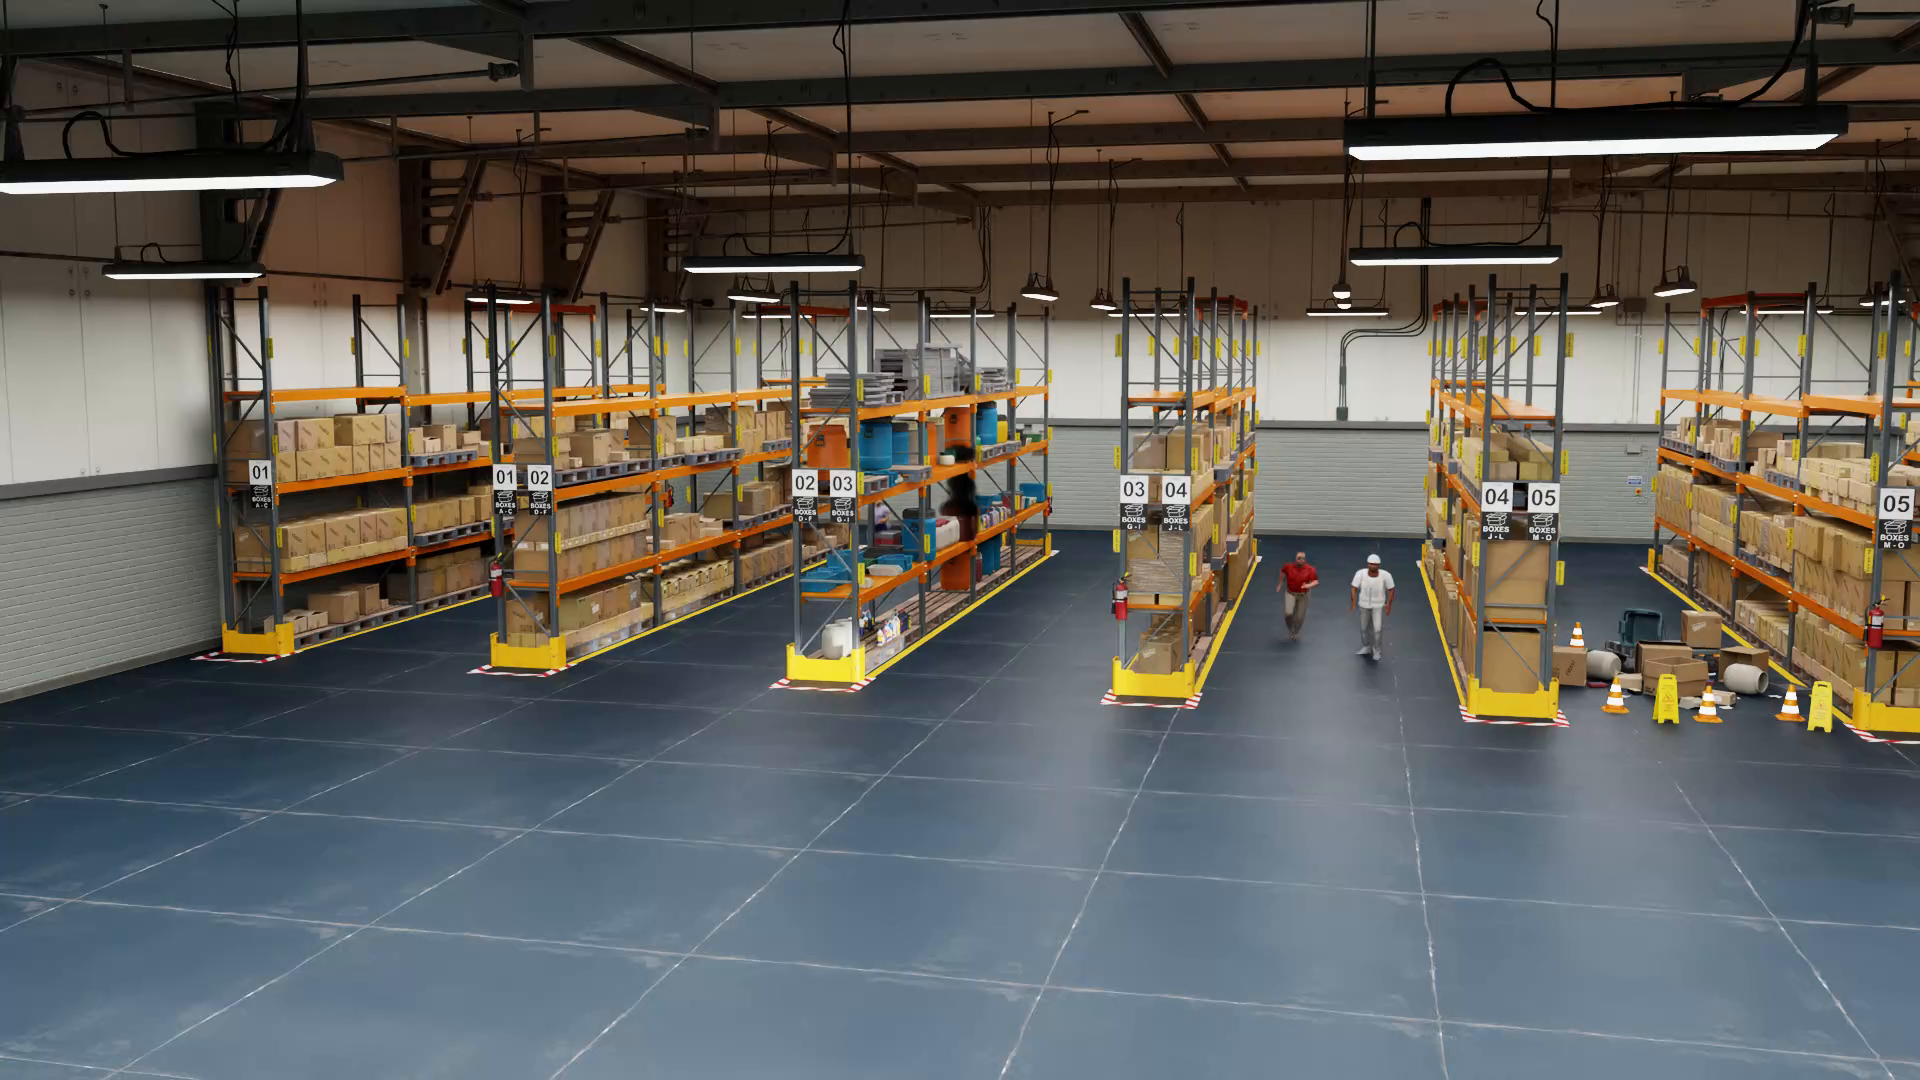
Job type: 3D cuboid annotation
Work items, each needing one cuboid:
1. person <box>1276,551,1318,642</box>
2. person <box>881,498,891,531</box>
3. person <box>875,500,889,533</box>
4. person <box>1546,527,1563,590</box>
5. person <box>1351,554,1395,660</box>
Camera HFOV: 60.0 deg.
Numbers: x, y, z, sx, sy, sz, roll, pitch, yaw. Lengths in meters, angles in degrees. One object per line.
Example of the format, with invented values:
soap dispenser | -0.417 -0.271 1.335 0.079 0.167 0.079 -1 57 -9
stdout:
person | 5.735 0.952 28.277 0.667 1.593 0.971 1 7 6
person | -2.078 -0.633 42.483 0.572 1.557 0.629 -6 9 -41
person | -1.895 -0.226 38.647 0.518 1.666 0.798 0 7 4
person | 12.186 0.199 34.526 0.659 1.707 0.631 1 7 6
person | 6.692 1.067 26.960 0.690 1.716 0.657 3 7 25
